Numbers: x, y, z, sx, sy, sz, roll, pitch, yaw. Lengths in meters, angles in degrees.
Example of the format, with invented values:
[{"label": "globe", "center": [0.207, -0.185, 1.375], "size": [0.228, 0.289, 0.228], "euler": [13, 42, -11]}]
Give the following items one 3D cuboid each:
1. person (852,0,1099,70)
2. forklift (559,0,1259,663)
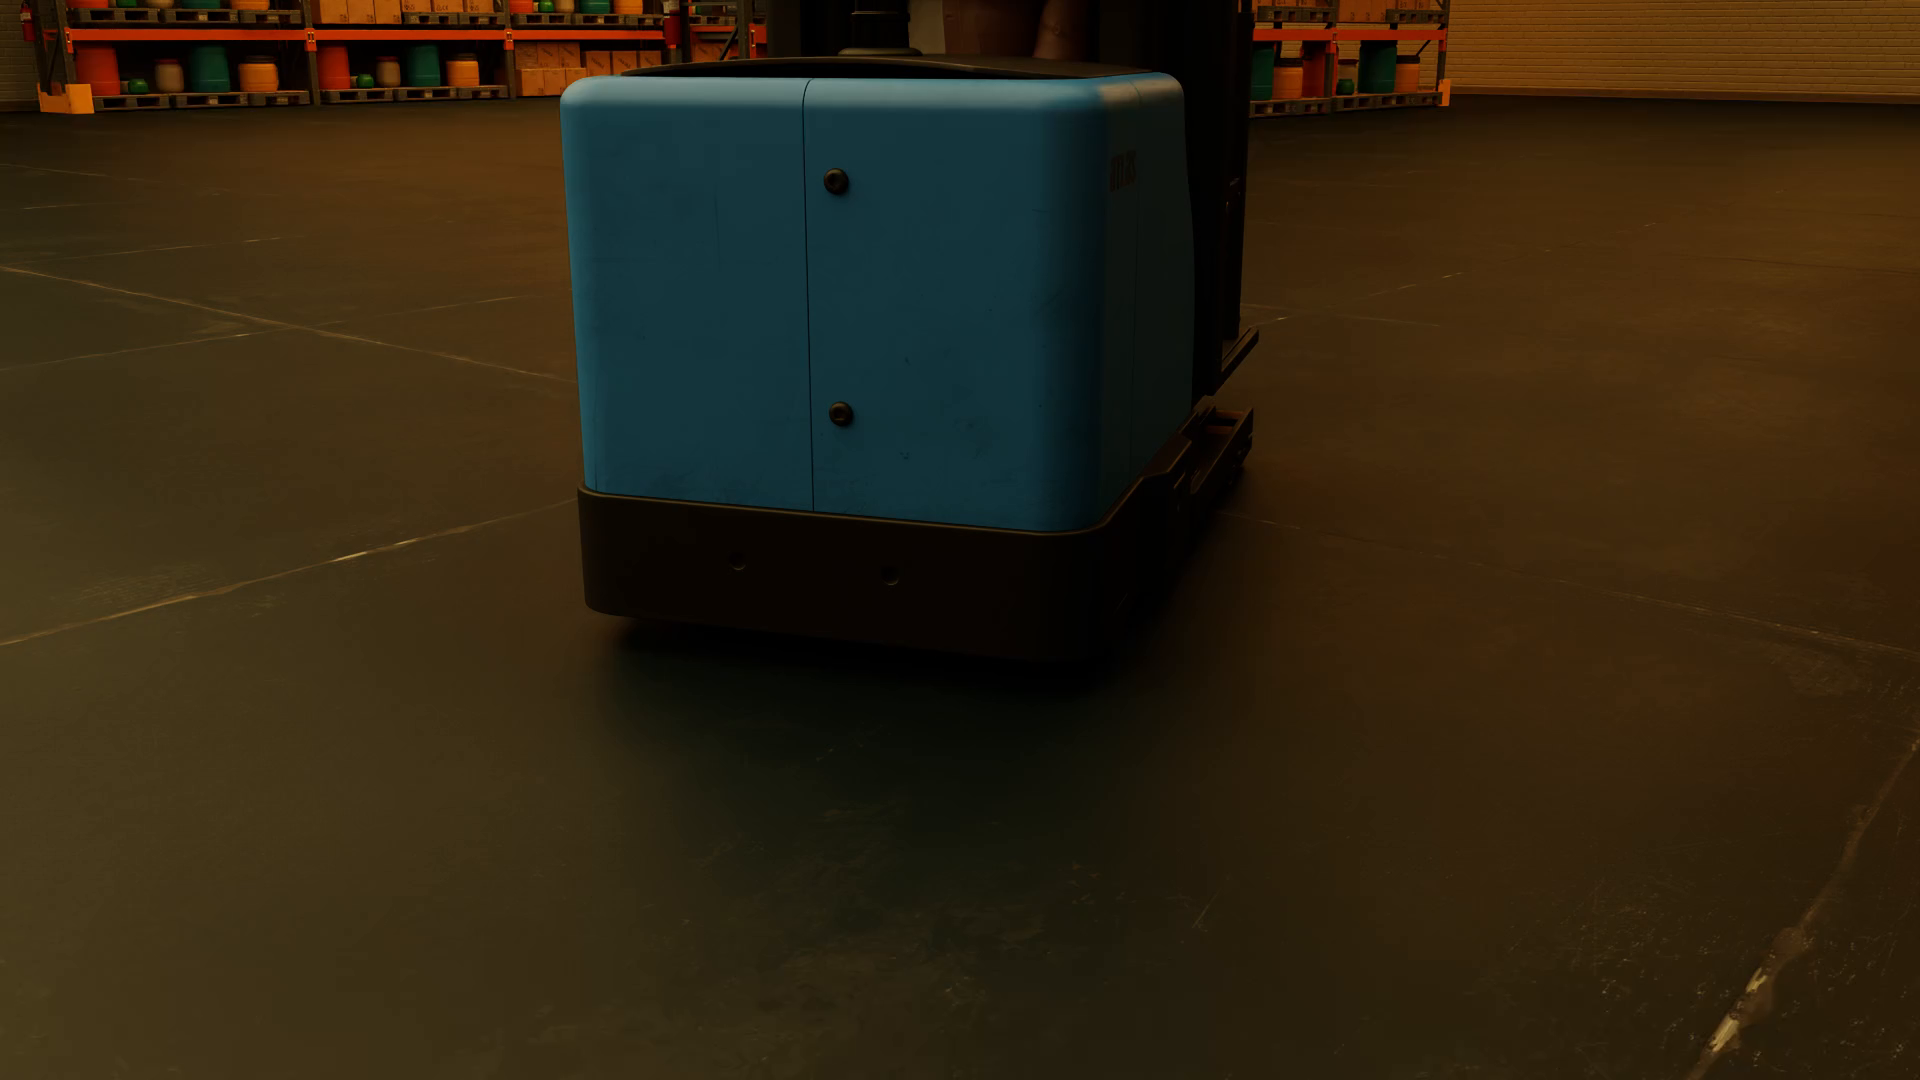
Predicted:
[{"label": "person", "center": [-0.023, -1.040, 3.605], "size": [0.694, 1.706, 0.447], "euler": [13, 21, 37]}, {"label": "forklift", "center": [0.182, -1.571, 4.072], "size": [1.130, 2.935, 3.031], "euler": [5, 18, 17]}]
